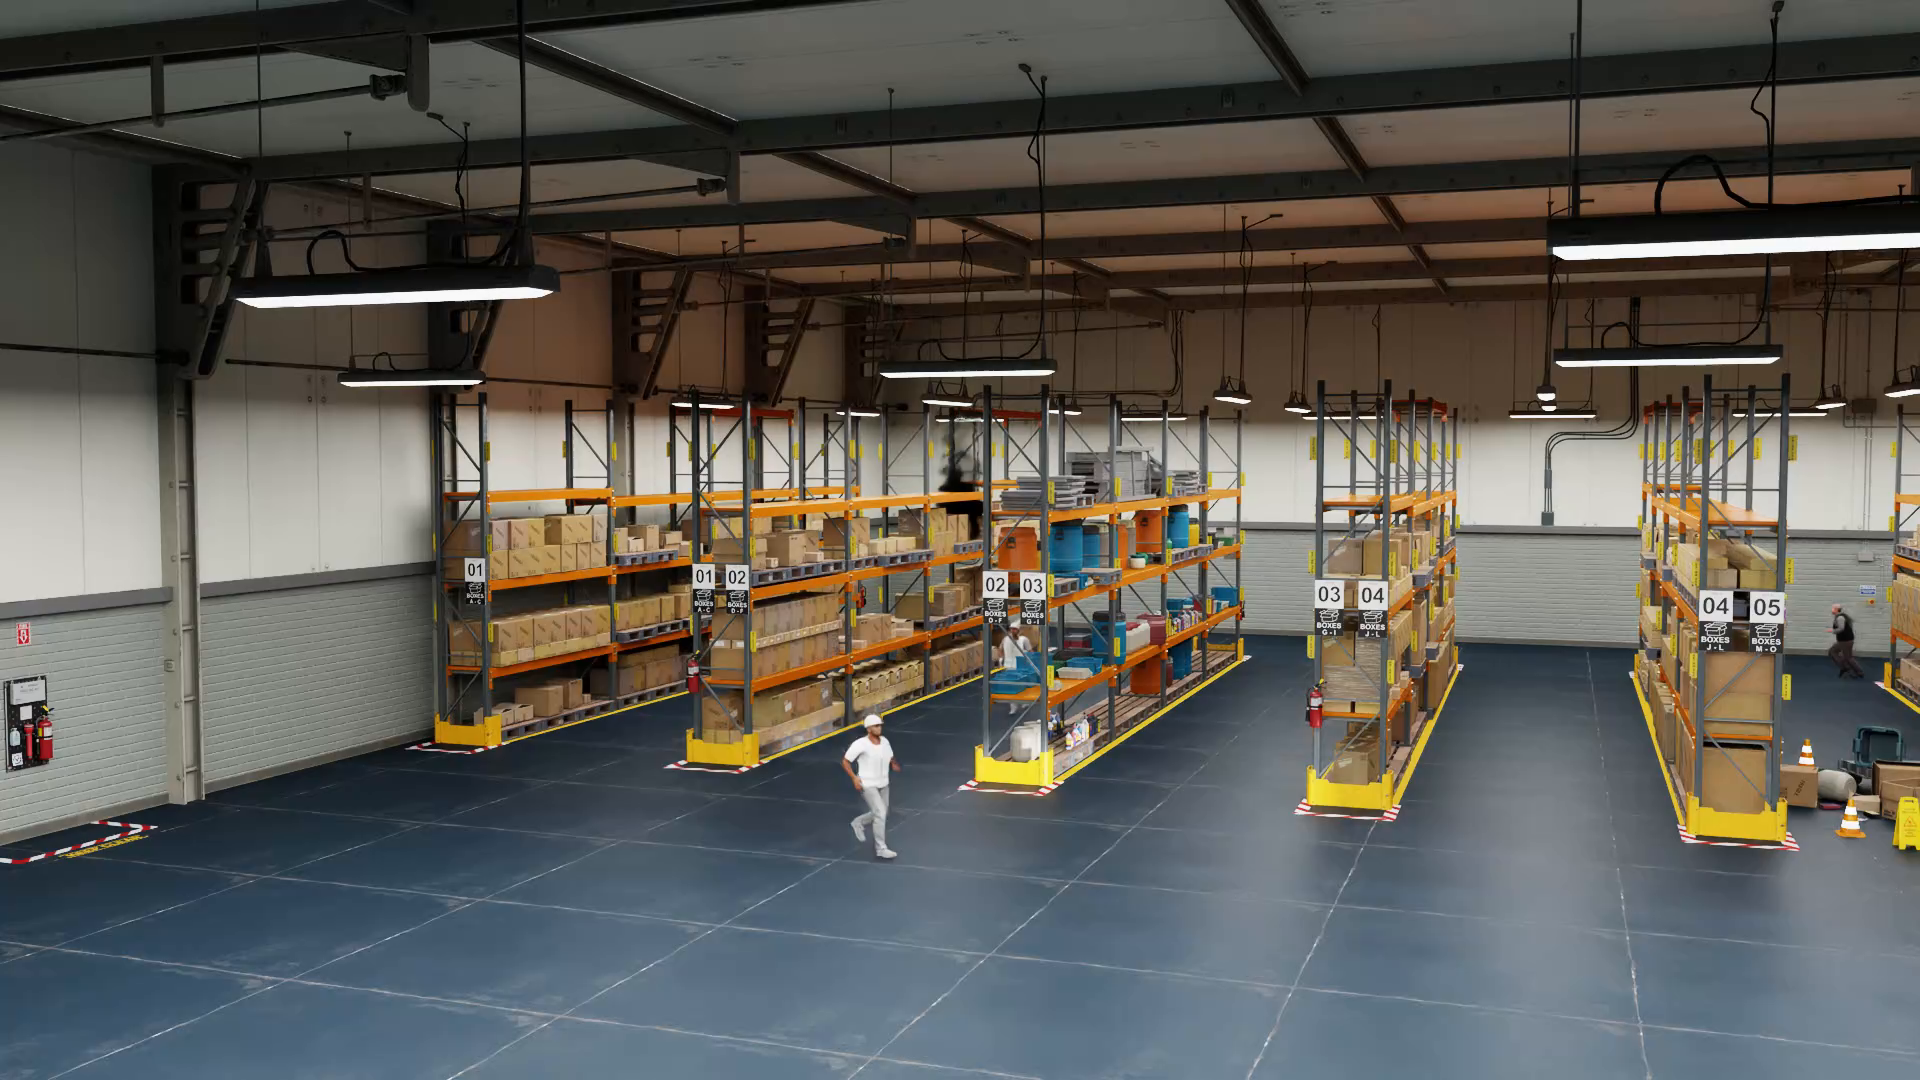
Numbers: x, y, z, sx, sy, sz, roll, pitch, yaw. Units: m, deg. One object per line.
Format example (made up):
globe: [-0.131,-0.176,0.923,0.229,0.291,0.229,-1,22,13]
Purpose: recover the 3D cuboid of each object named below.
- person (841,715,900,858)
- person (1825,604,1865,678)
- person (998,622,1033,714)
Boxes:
person: [-1.098,3.028,20.595,0.831,1.742,0.705,3,4,43]
person: [19.551,2.247,36.724,0.796,1.668,0.694,2,4,30]
person: [1.042,2.437,31.795,0.687,1.745,0.595,1,3,19]
